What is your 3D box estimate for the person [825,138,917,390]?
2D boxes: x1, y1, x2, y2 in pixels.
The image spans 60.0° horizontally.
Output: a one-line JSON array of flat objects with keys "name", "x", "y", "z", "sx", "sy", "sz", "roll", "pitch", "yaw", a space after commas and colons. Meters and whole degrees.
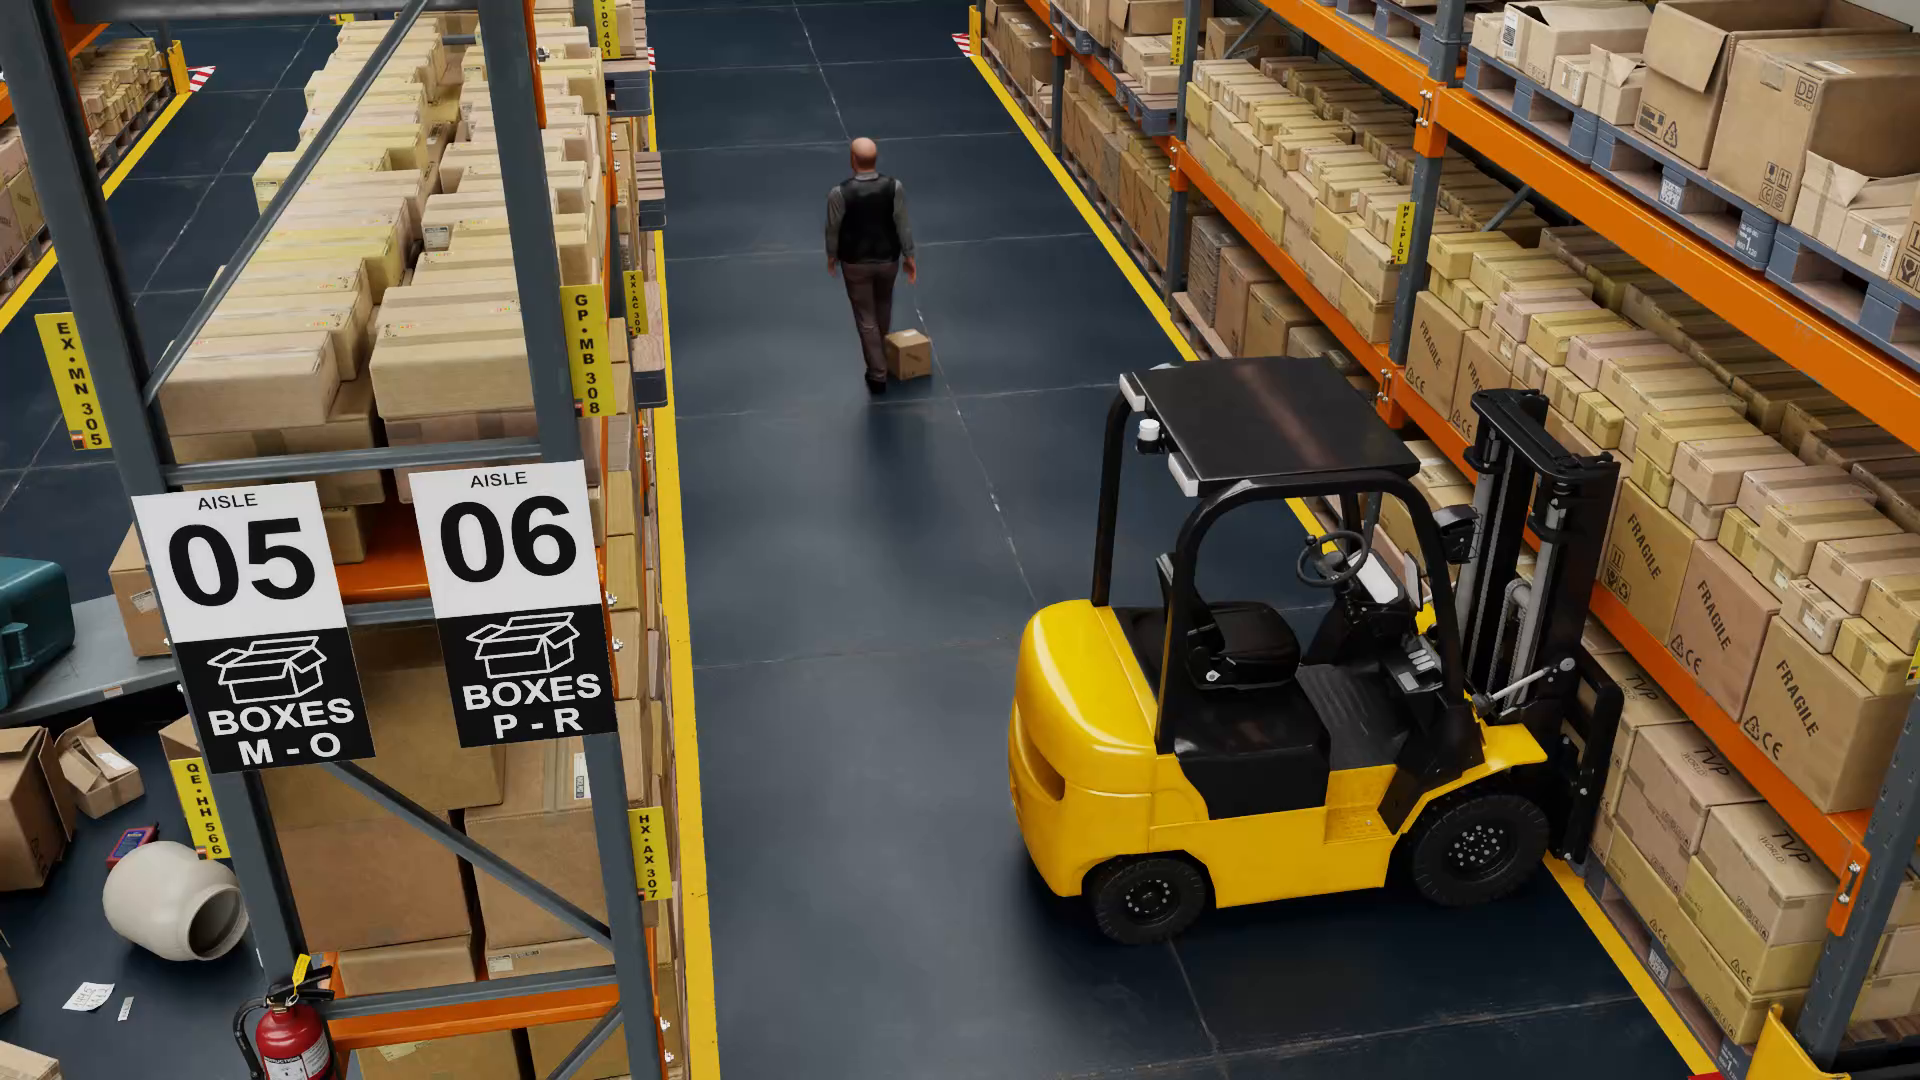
[{"name": "person", "x": -0.648, "y": -1.936, "z": 11.458, "sx": 0.590, "sy": 1.729, "sz": 0.828, "roll": -10, "pitch": 32, "yaw": -17}]
